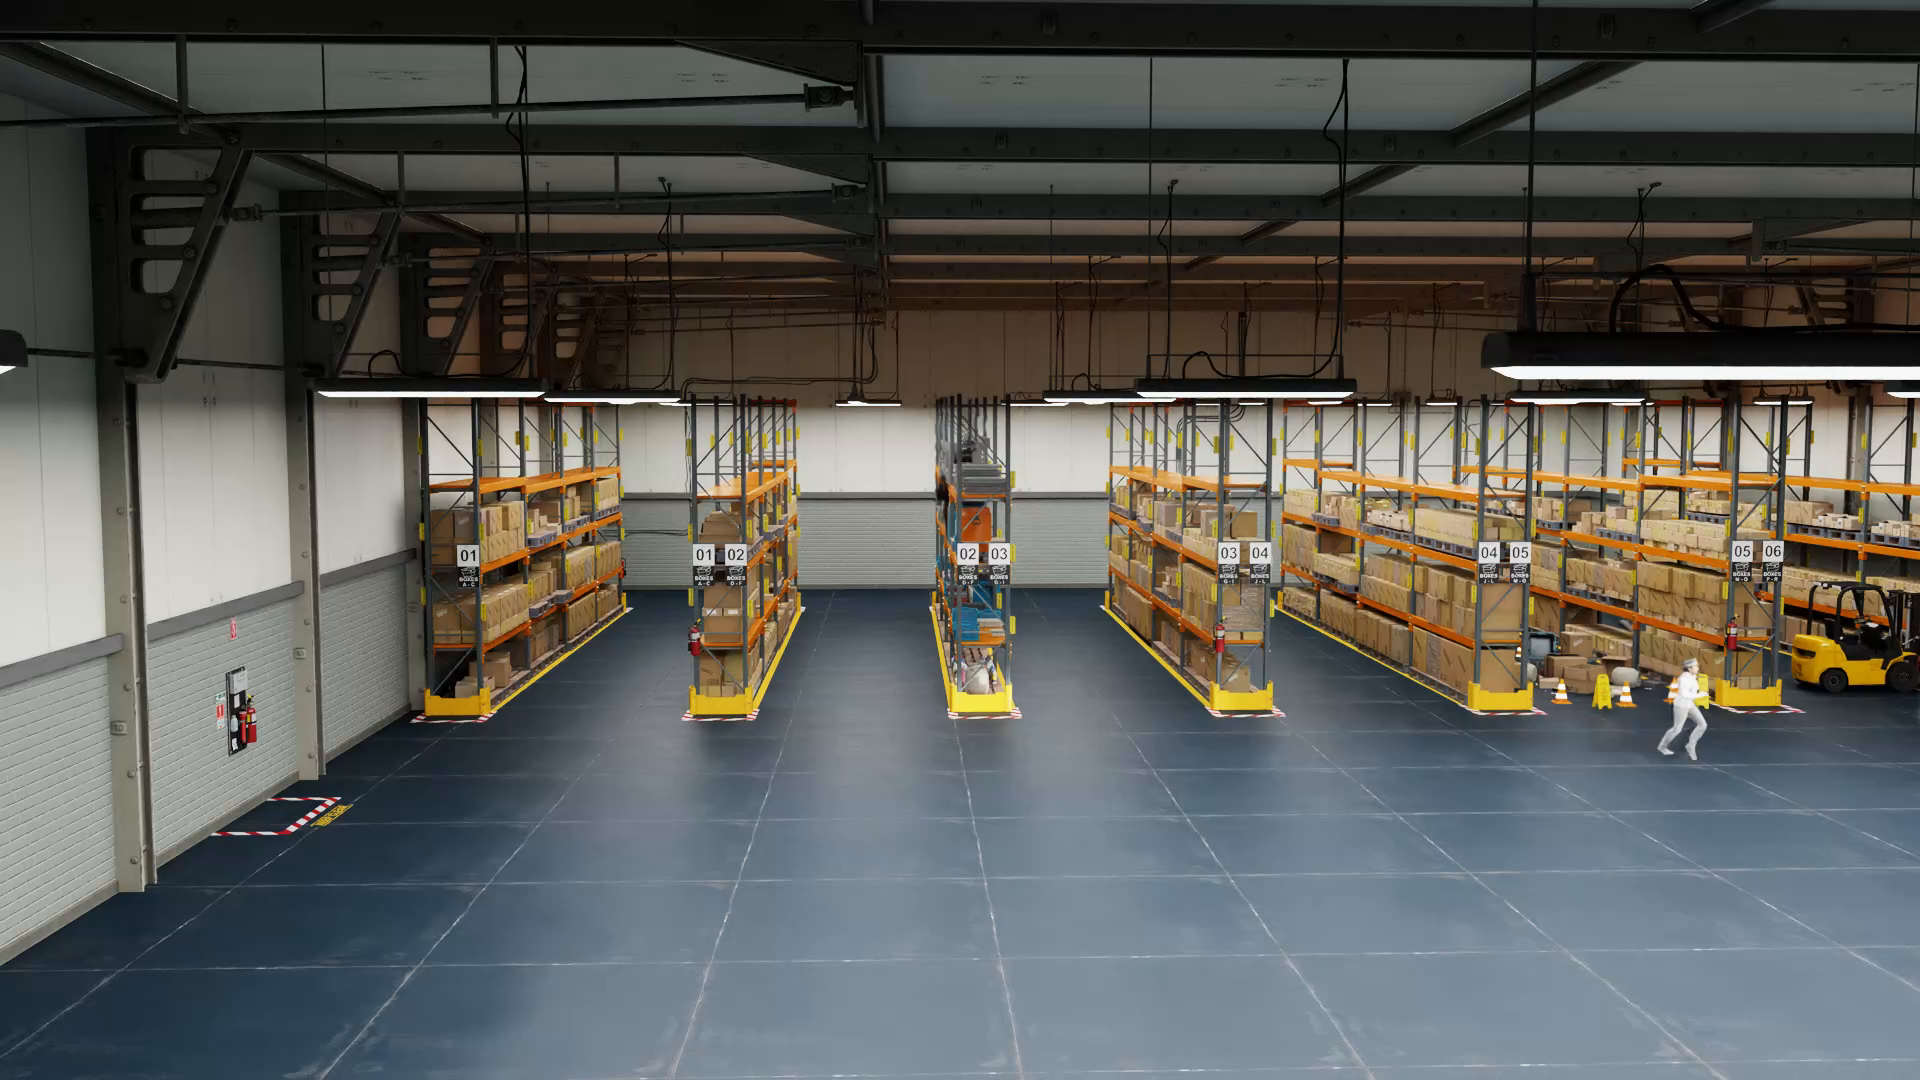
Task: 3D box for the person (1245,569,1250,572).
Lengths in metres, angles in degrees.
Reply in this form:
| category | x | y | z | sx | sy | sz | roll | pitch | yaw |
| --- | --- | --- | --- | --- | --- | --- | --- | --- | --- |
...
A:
| category | x | y | z | sx | sy | sz | roll | pitch | yaw |
| --- | --- | --- | --- | --- | --- | --- | --- | --- | --- |
| person | 7.970 | 1.188 | 46.345 | 0.716 | 1.805 | 0.959 | 0 | 5 | 6 |

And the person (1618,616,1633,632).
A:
| category | x | y | z | sx | sy | sz | roll | pitch | yaw |
| --- | --- | --- | --- | --- | --- | --- | --- | --- | --- |
| person | 16.469 | 1.624 | 40.998 | 0.669 | 1.745 | 0.876 | -1 | 5 | -7 |

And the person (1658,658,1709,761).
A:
| category | x | y | z | sx | sy | sz | roll | pitch | yaw |
| --- | --- | --- | --- | --- | --- | --- | --- | --- | --- |
| person | 11.850 | 2.744 | 27.186 | 0.801 | 1.694 | 0.527 | 4 | 6 | 42 |
